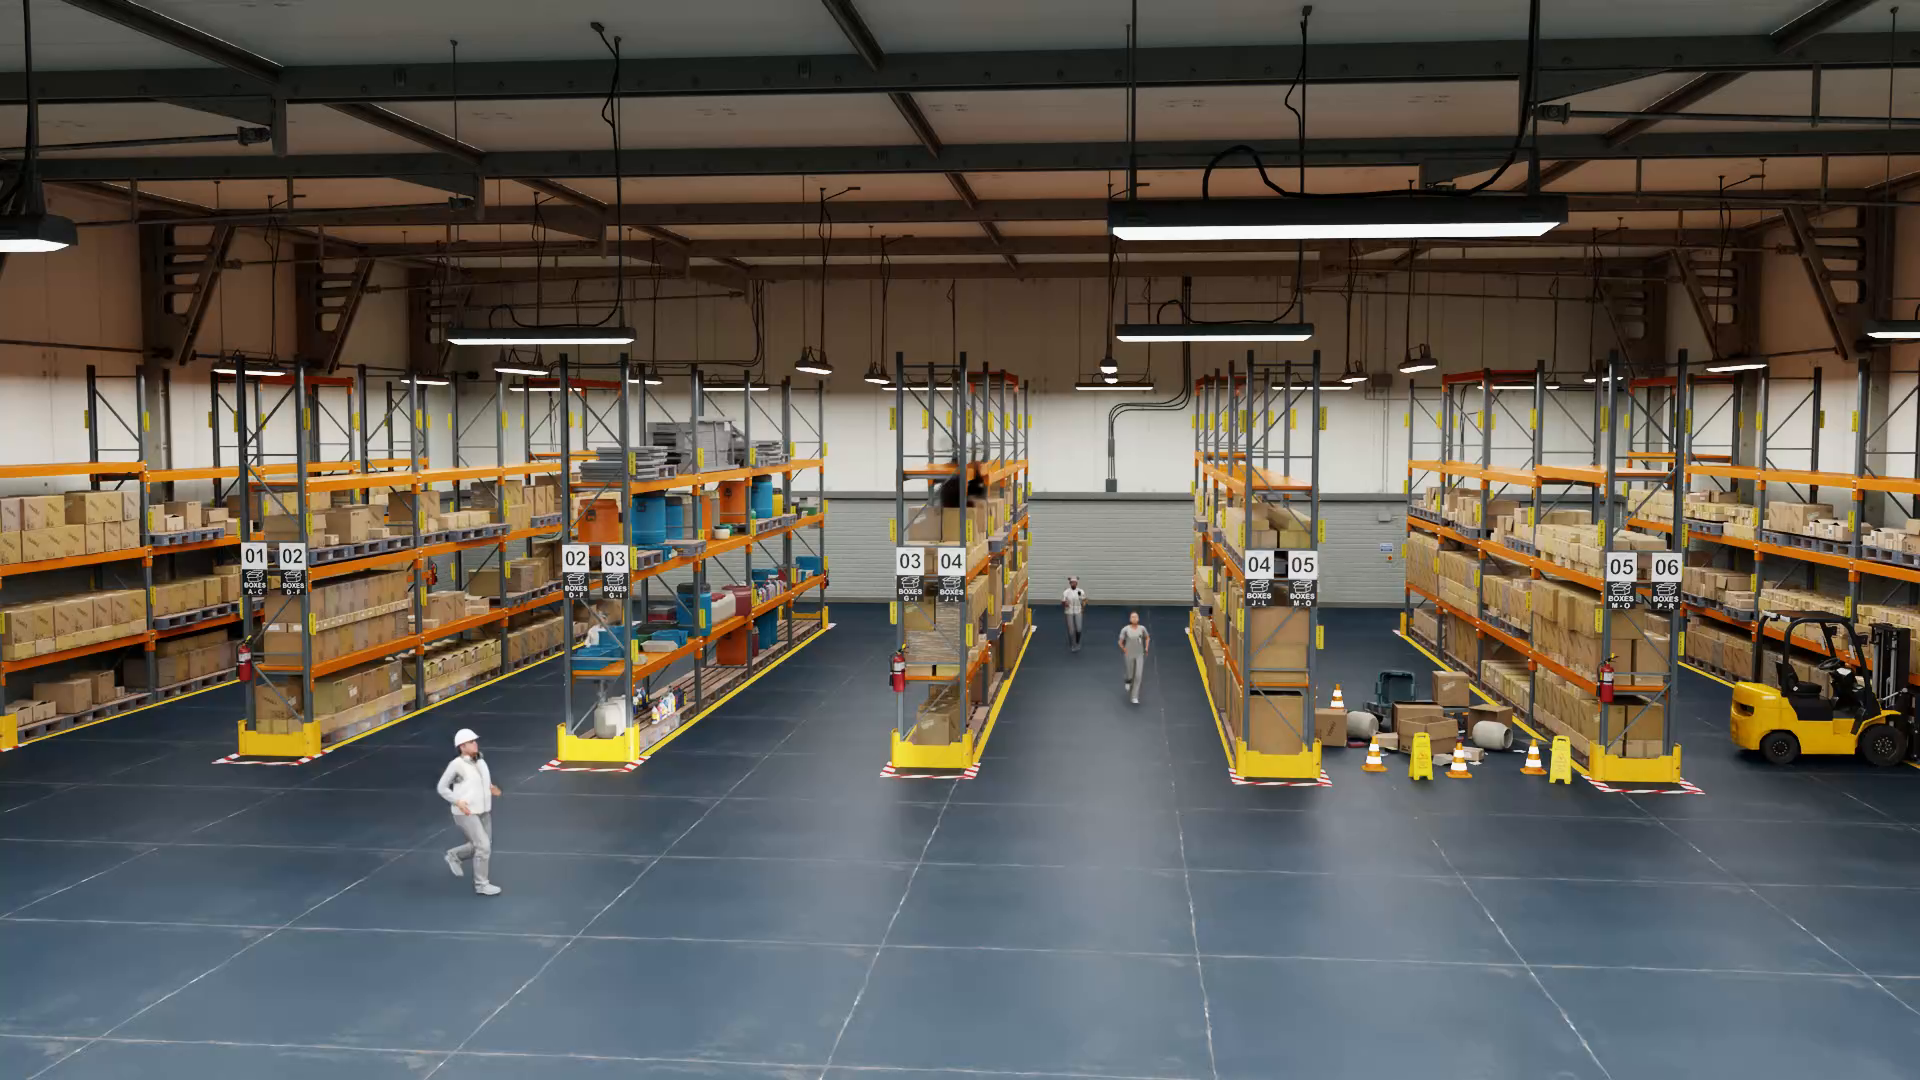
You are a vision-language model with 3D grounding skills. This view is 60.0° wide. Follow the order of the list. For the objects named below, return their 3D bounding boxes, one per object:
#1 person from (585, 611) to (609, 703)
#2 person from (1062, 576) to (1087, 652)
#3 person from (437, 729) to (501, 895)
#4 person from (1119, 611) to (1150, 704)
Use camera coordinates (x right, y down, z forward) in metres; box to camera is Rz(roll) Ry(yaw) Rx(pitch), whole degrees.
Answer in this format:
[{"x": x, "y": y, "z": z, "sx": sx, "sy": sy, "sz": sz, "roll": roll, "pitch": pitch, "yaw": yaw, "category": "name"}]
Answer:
[{"x": -6.455, "y": 2.081, "z": 29.641, "sx": 0.518, "sy": 1.661, "sz": 0.548, "roll": 0, "pitch": 4, "yaw": 2, "category": "person"}, {"x": 2.479, "y": 1.604, "z": 36.029, "sx": 0.554, "sy": 1.665, "sz": 0.611, "roll": 0, "pitch": 4, "yaw": 3, "category": "person"}, {"x": -5.223, "y": 2.878, "z": 17.690, "sx": 0.803, "sy": 1.739, "sz": 0.668, "roll": 2, "pitch": 4, "yaw": 23, "category": "person"}, {"x": 3.129, "y": 2.082, "z": 29.752, "sx": 0.581, "sy": 1.631, "sz": 0.806, "roll": 0, "pitch": 4, "yaw": -3, "category": "person"}]
